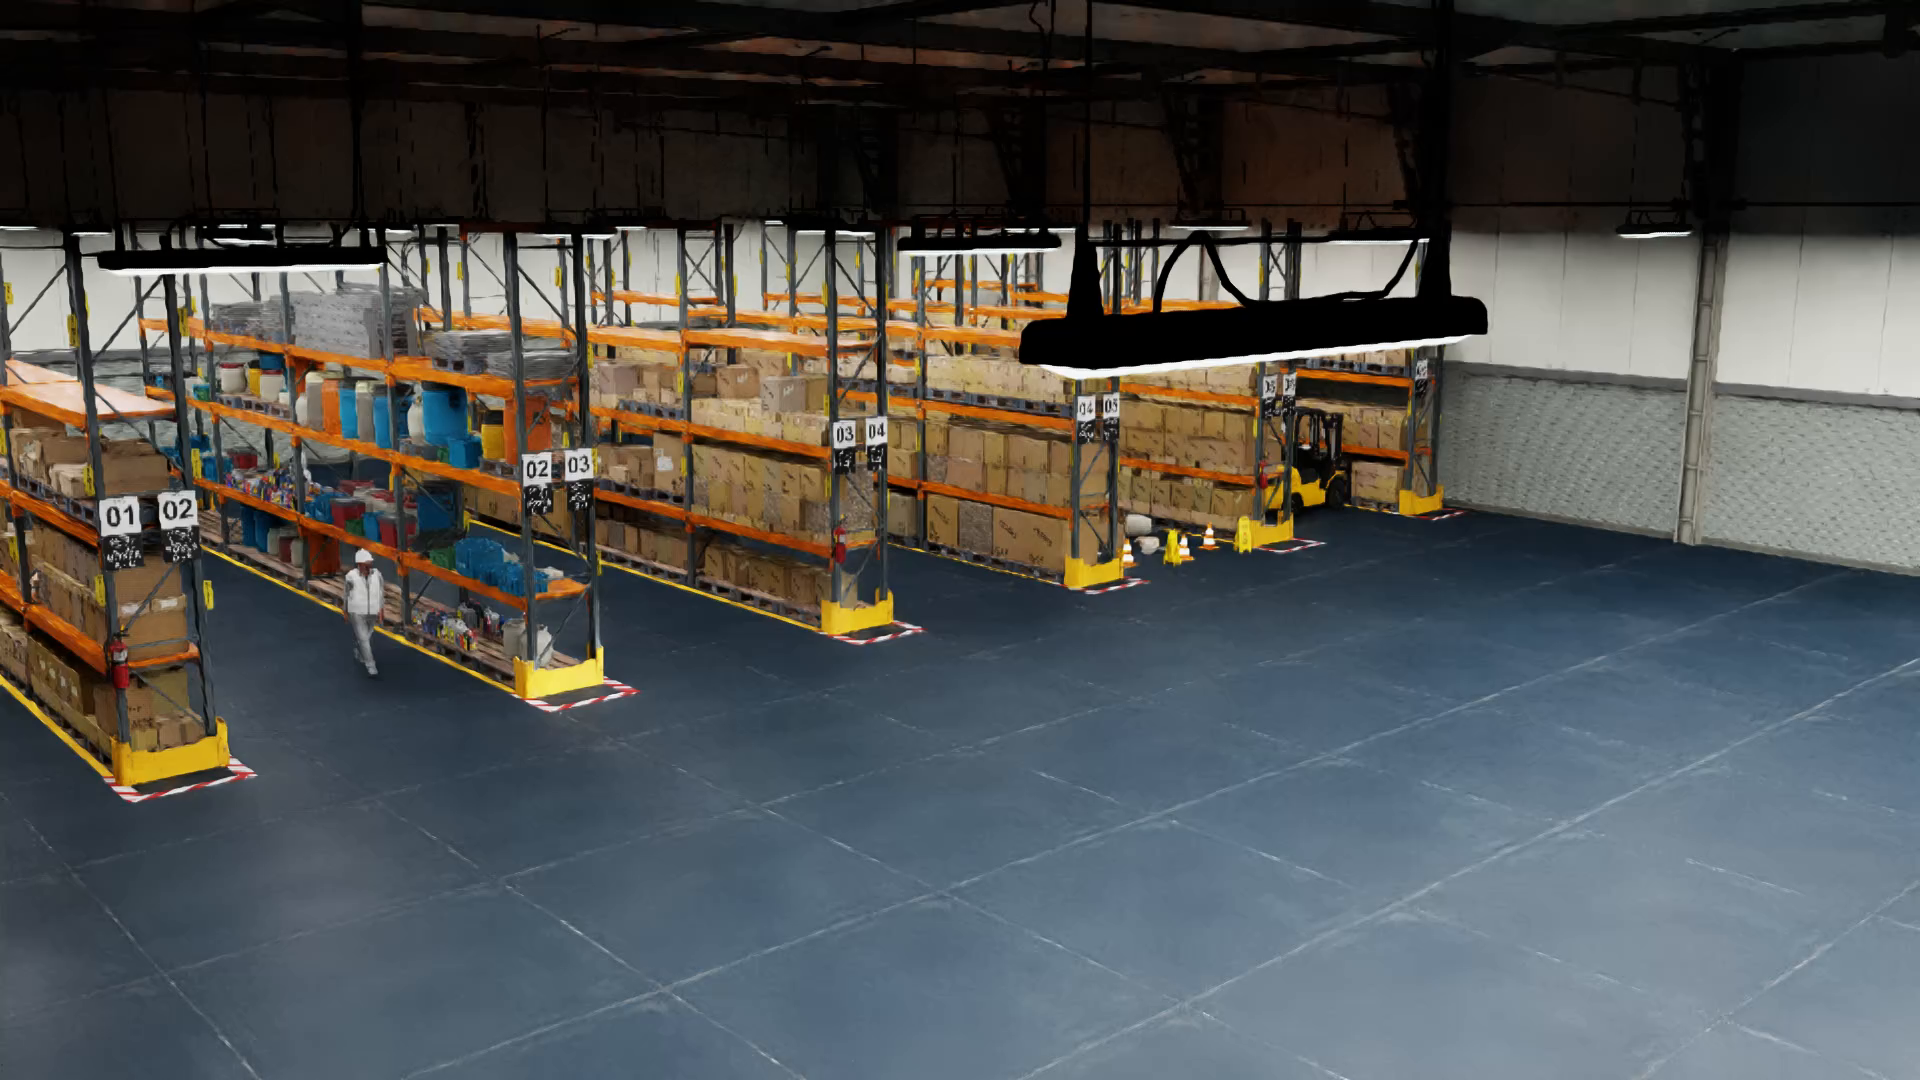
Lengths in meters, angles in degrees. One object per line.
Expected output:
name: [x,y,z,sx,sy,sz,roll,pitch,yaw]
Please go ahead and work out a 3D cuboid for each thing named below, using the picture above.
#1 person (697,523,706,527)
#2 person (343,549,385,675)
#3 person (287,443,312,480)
person: [-4.960,-1.127,33.093,0.729,1.733,0.546,-11,15,-42]
person: [-8.144,0.950,22.819,0.543,1.700,1.119,-11,16,-43]
person: [-13.291,-1.176,33.447,0.549,1.657,0.598,-3,12,-13]
